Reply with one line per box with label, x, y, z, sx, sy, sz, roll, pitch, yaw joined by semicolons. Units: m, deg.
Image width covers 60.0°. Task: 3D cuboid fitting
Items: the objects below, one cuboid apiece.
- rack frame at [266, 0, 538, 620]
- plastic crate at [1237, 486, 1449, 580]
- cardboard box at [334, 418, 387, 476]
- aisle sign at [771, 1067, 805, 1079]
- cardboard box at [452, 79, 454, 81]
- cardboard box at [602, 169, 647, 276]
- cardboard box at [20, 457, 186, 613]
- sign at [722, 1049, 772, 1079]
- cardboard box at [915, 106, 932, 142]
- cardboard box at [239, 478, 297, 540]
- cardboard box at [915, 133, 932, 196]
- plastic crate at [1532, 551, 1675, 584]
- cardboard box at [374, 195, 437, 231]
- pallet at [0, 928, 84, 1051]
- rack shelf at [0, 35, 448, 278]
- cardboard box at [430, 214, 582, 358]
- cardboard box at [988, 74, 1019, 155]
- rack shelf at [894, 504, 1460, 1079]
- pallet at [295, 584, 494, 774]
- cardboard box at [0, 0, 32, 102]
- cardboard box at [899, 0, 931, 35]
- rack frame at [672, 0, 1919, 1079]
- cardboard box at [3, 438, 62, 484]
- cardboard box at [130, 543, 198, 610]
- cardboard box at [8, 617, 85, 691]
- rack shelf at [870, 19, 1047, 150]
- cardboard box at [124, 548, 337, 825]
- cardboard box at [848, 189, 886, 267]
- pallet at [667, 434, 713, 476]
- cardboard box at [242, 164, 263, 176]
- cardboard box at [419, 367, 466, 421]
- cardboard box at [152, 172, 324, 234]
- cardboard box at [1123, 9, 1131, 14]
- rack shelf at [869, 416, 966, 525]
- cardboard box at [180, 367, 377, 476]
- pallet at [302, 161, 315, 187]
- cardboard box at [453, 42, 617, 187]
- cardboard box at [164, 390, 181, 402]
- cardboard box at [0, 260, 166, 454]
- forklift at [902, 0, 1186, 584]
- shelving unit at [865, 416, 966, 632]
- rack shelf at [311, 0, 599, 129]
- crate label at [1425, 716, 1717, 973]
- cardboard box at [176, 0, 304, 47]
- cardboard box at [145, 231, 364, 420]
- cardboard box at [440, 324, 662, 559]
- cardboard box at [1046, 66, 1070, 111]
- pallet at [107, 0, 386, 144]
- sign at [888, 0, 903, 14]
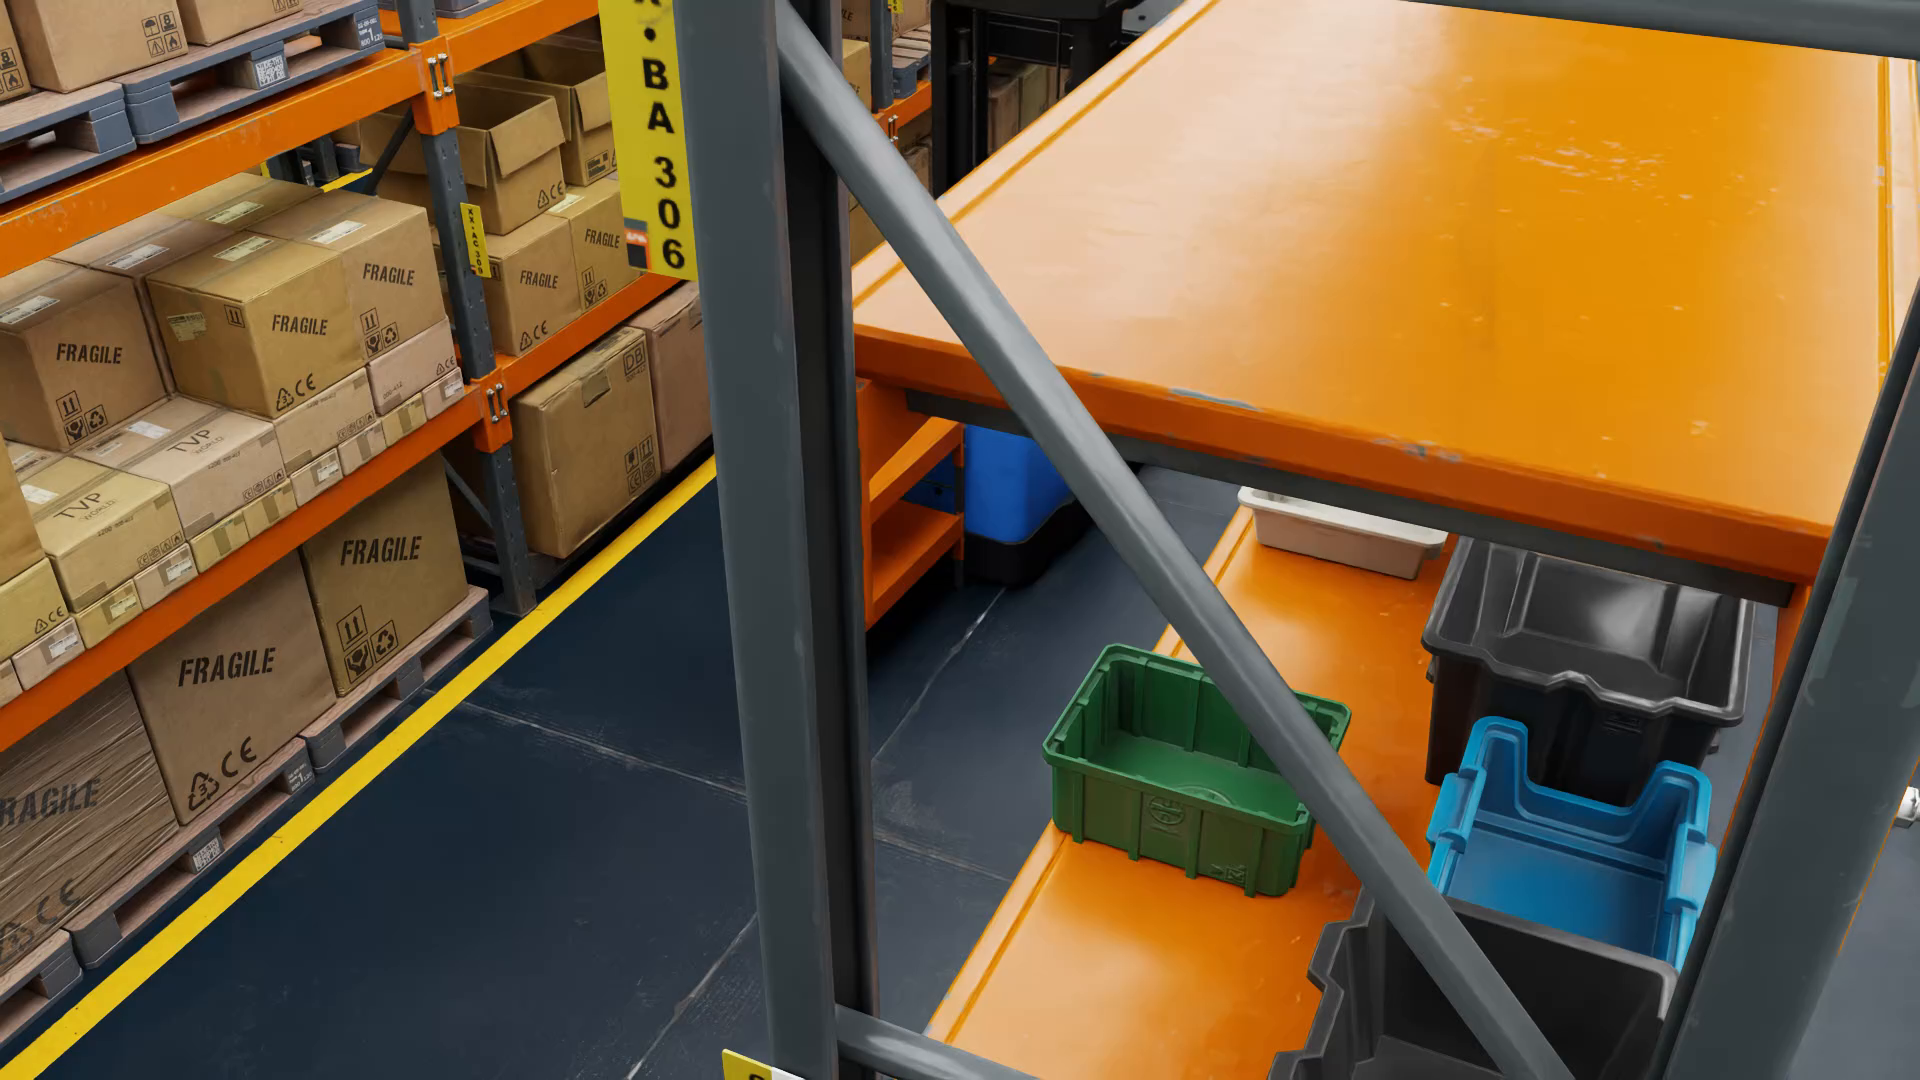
rack frame;-2.573;-1.010;7.554;1.000;3.000;0.127;14;36;20
plastic crate;0.891;-0.111;3.689;0.437;0.136;0.530;14;36;20
cardboard box;-2.618;-0.421;6.886;0.380;0.149;0.250;14;36;20
aisle sign;-0.044;1.000;2.118;0.394;0.787;0.004;14;36;20
cardboard box;-4.663;-4.144;14.002;1.050;0.750;0.750;15;36;21
cardboard box;-1.734;-1.723;8.551;0.500;0.500;0.500;13;36;19
cardboard box;-3.162;-0.027;5.921;0.500;0.250;0.500;13;36;20
sign;-0.254;0.790;2.169;0.100;0.325;0.005;14;36;20
cardboard box;-0.434;-3.061;11.877;0.500;0.250;0.500;18;37;26
cardboard box;-2.833;-0.165;6.495;0.380;0.149;0.250;15;36;21
cardboard box;-0.417;-2.758;12.099;0.700;0.500;0.500;11;35;17
plastic crate;1.460;-0.119;3.568;0.437;0.282;0.530;14;36;20
cardboard box;-2.625;-1.347;7.977;0.500;0.500;0.500;14;36;21
pallet;-3.983;1.733;5.915;1.003;0.211;1.213;14;36;20
rack shelf;-3.410;-0.967;5.410;1.077;0.370;4.000;14;36;20
cardboard box;-2.154;-1.223;7.789;0.500;0.500;0.500;14;36;21
cardboard box;0.047;-3.320;12.956;0.700;0.500;0.500;11;35;16
rack shelf;1.089;0.169;3.677;1.077;0.370;4.000;14;36;20
pallet;-2.962;0.517;7.769;1.003;0.211;1.213;14;36;20
cardboard box;-3.423;-1.625;5.192;0.700;0.500;0.500;16;36;23
cardboard box;-0.567;-3.798;11.333;0.700;0.500;0.500;20;38;27
rack frame;0.249;-0.391;1.139;0.949;2.616;0.053;14;36;20
cardboard box;-3.645;-0.148;6.105;0.500;0.250;0.500;14;36;21
cardboard box;-3.048;0.089;6.108;0.380;0.149;0.250;15;36;21
cardboard box;-3.263;0.346;5.716;0.380;0.149;0.250;14;36;20
rack shelf;-0.063;-3.697;12.309;1.077;0.370;4.000;14;36;20
cardboard box;-3.298;0.462;6.865;0.875;0.875;0.875;14;36;20
cardboard box;-1.207;-1.950;10.543;1.225;0.875;0.875;13;35;18
pallet;-1.810;-0.855;9.861;1.003;0.211;1.213;14;36;20
cardboard box;-5.400;-2.932;12.383;0.500;0.500;0.500;14;36;20
cardboard box;-2.403;-0.678;7.277;0.380;0.149;0.250;14;36;21
cardboard box;-3.006;-1.205;7.034;0.500;0.500;0.500;14;36;20
cardboard box;1.210;-4.601;14.928;0.500;0.500;0.500;27;42;35
rack shelf;-0.444;-0.298;7.645;0.538;0.278;1.000;17;37;23
cardboard box;-2.734;-0.533;6.693;0.500;0.250;0.500;15;36;22
pallet;-5.691;-2.635;12.576;1.003;0.211;1.213;14;36;20
cardboard box;-2.016;-2.130;8.257;0.797;0.503;0.637;15;36;21
cardboard box;-3.220;-0.651;6.872;0.500;0.250;0.500;14;36;20
cardboard box;-3.432;-0.701;6.266;0.500;0.500;0.500;13;35;19
forklift;0.560;-1.791;8.809;1.130;2.935;3.031;17;37;23
shelving unit;-0.444;-0.053;7.806;0.538;1.125;1.048;17;37;23
rack shelf;-1.736;-2.959;8.448;1.077;0.370;4.000;14;36;20
crate label;0.932;0.541;2.589;0.408;0.251;0.502;14;36;20
cardboard box;-2.846;-2.120;5.946;0.700;0.500;0.500;12;35;18
cardboard box;-2.736;-0.846;6.486;0.500;0.500;0.500;15;36;21
cardboard box;-2.324;-0.620;8.515;1.225;0.875;0.875;14;36;21
cardboard box;0.497;-3.832;13.736;0.700;0.500;0.500;11;35;17
pallet;-2.925;-1.822;6.138;1.003;0.211;1.213;14;36;20
sign;-0.394;-3.360;10.083;0.100;0.325;0.005;14;36;20
